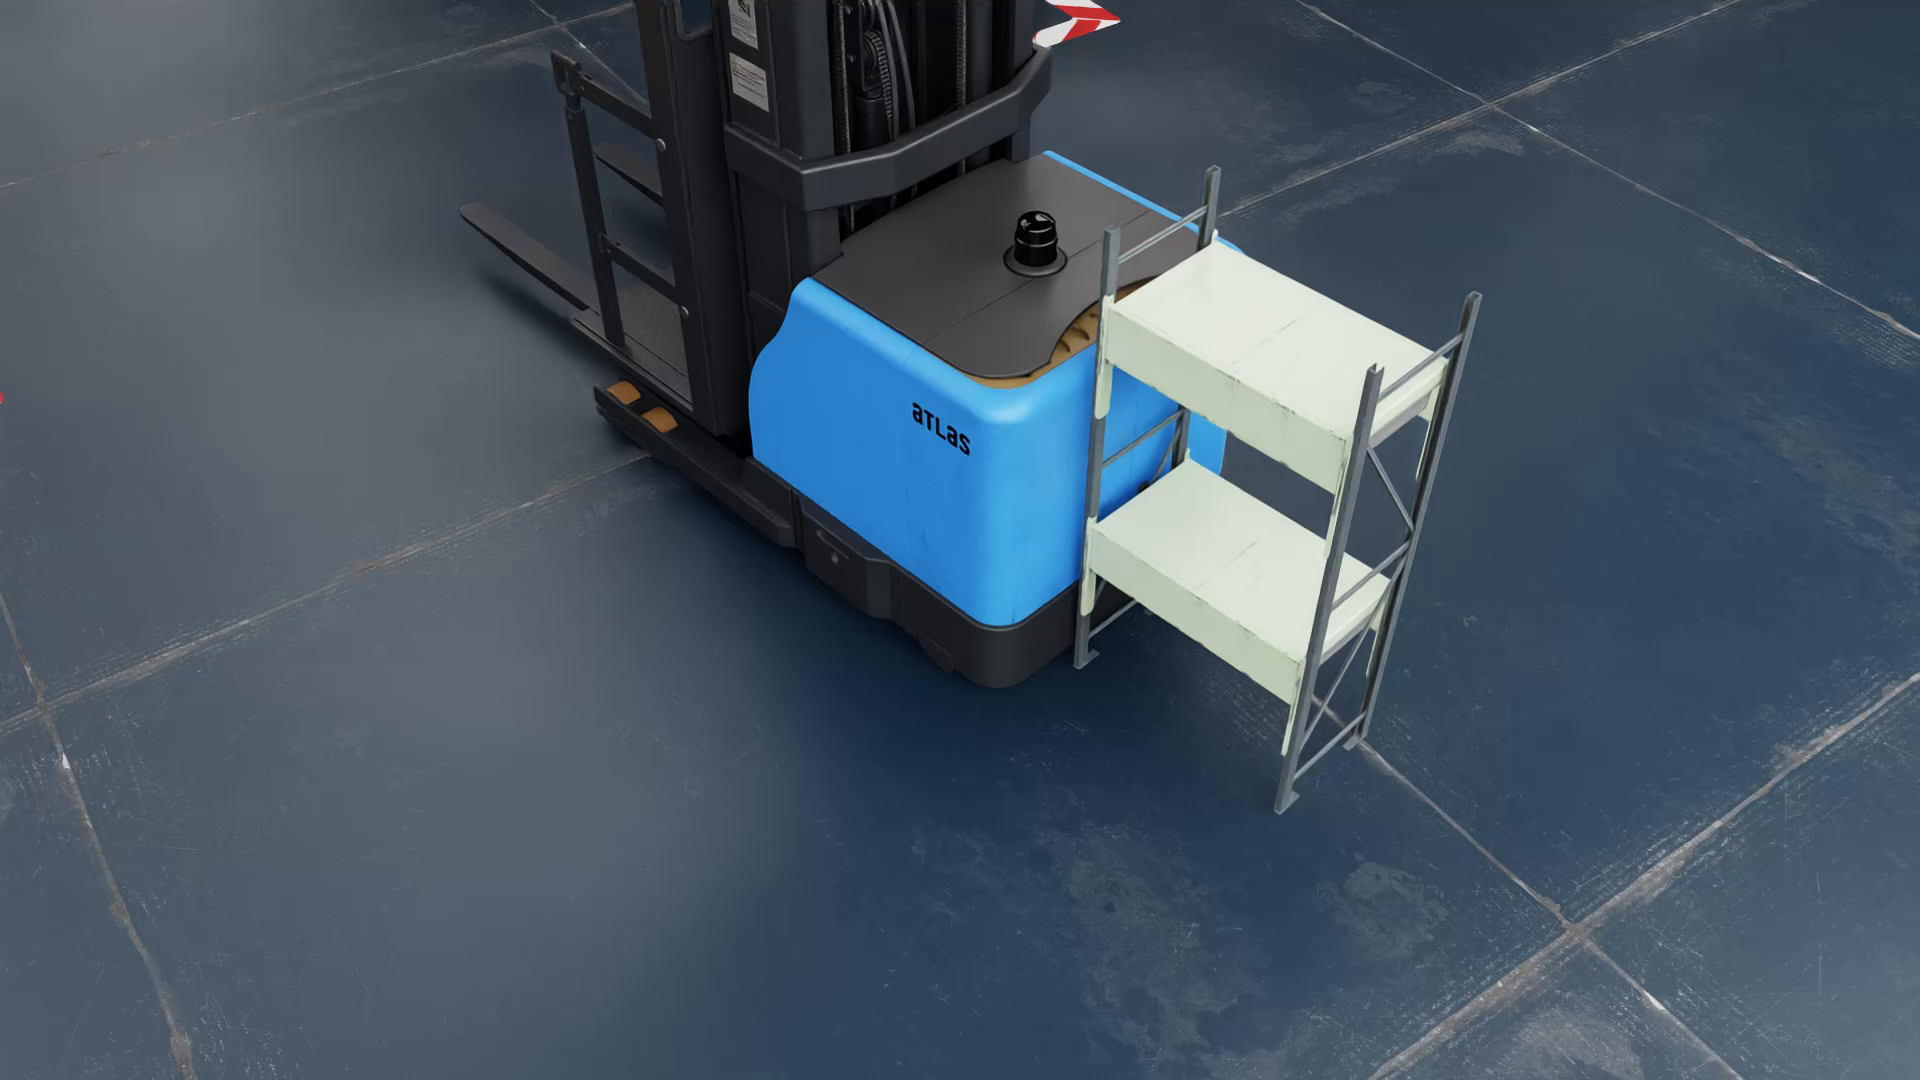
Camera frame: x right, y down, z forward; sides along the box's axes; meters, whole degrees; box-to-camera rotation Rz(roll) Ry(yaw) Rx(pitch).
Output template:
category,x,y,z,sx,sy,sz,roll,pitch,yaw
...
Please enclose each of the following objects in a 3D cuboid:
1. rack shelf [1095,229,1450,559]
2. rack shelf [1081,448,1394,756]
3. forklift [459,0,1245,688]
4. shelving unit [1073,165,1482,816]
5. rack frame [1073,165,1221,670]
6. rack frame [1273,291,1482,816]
category,x,y,z,sx,sy,sz,roll,pitch,yaw
rack shelf,0.738,-0.366,3.982,0.431,0.370,0.720,-34,53,-30
rack shelf,0.738,0.152,4.476,0.431,0.370,0.720,-34,53,-30
forklift,-0.581,-1.557,4.759,1.130,2.935,3.031,-34,53,-30
shelving unit,0.738,-0.083,4.251,0.431,1.500,0.755,-34,53,-30
rack frame,0.482,-0.264,4.440,0.400,1.500,0.023,-34,53,-30
rack frame,0.994,0.097,4.062,0.400,1.500,0.023,-34,53,-30
